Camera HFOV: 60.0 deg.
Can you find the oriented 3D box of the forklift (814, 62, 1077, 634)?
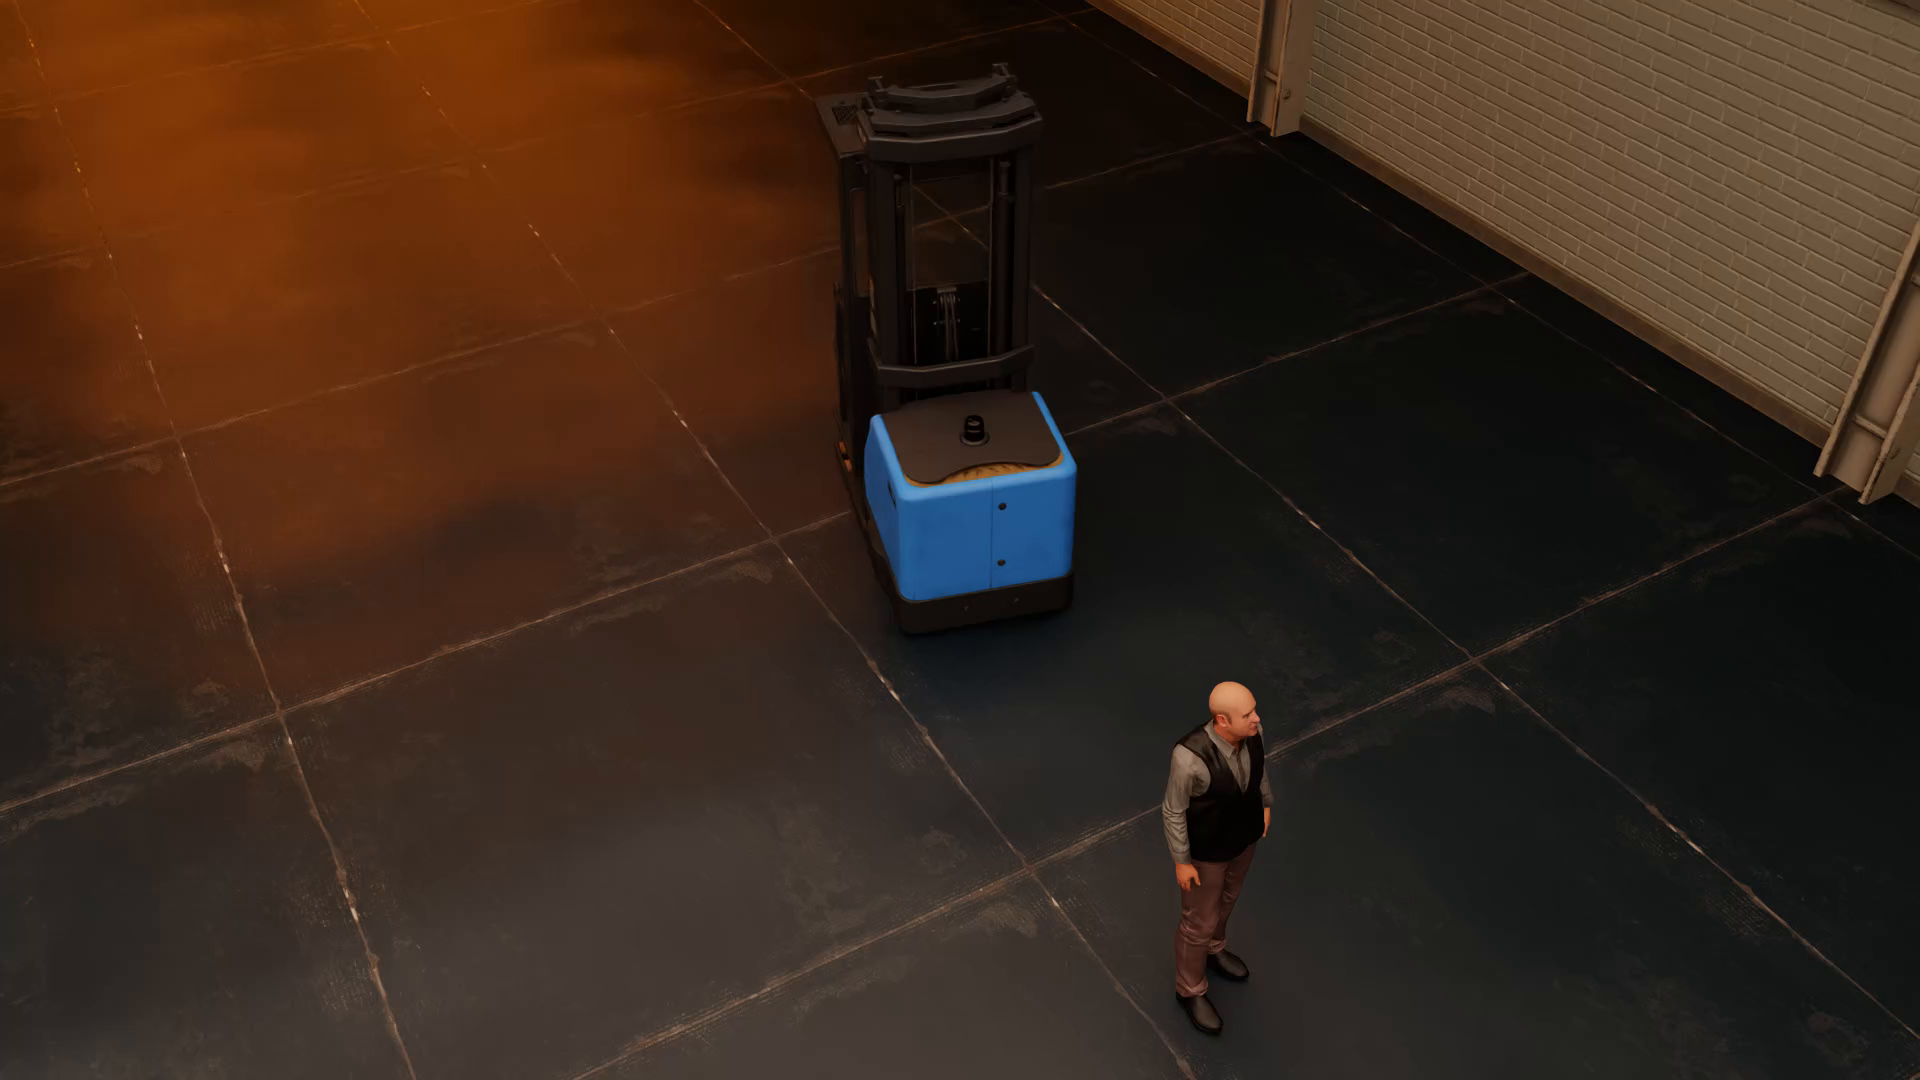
[{"bbox_3d":[-0.199,-1.539,9.891,1.130,2.935,3.031,-9,41,-11],"label":"forklift"}]

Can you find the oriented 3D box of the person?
[{"bbox_3d":[1.188,1.353,7.340,0.634,1.723,0.566,-30,48,-31],"label":"person"}]
